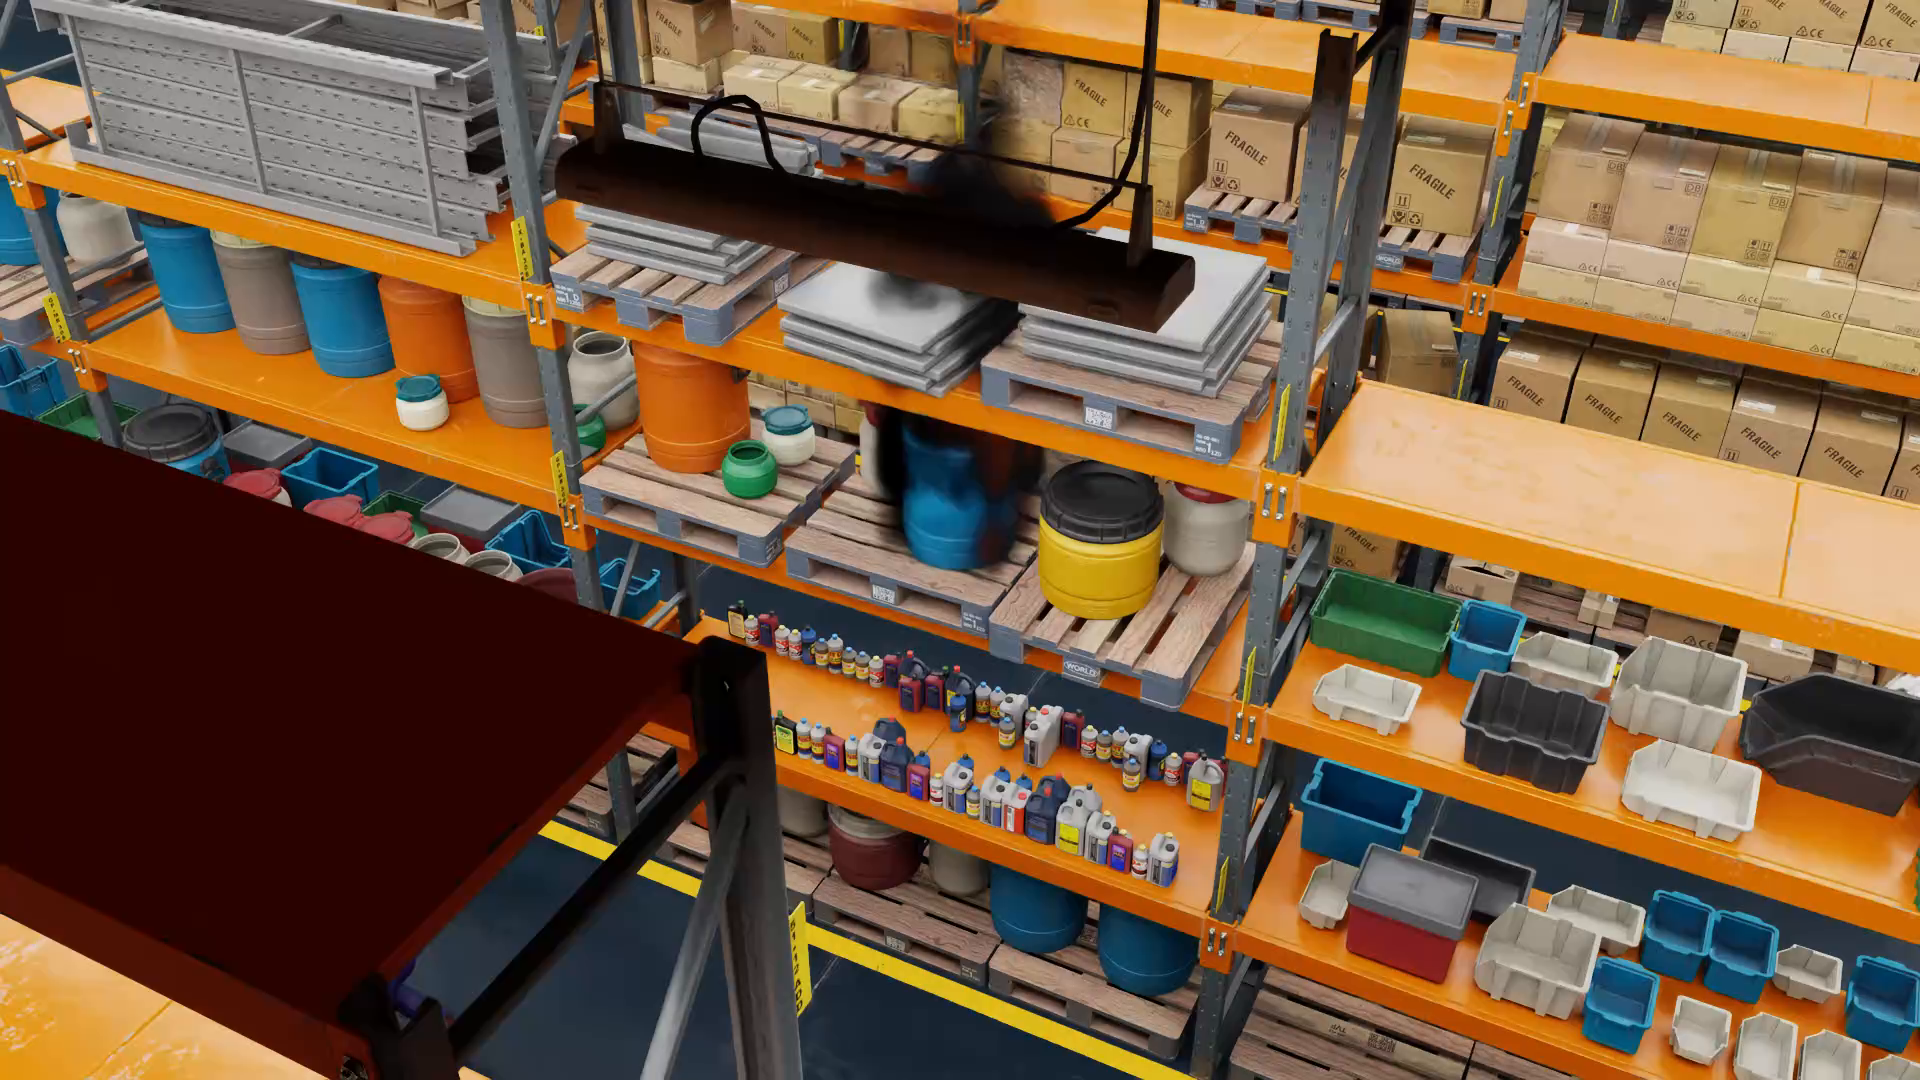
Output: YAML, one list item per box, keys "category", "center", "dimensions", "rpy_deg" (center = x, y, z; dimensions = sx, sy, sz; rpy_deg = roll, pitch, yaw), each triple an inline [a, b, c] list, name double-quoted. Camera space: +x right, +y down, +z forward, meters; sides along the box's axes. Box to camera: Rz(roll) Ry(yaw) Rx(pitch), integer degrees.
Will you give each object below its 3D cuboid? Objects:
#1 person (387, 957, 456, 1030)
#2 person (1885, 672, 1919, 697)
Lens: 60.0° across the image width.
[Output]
- category: "person"
  center: [-3.167, 2.364, 9.111]
  dimensions: [0.560, 1.601, 0.595]
  rpy_deg: [10, 36, 14]
- category: "person"
  center: [5.937, 1.329, 10.513]
  dimensions: [0.758, 1.746, 0.617]
  rpy_deg: [10, 36, 14]
